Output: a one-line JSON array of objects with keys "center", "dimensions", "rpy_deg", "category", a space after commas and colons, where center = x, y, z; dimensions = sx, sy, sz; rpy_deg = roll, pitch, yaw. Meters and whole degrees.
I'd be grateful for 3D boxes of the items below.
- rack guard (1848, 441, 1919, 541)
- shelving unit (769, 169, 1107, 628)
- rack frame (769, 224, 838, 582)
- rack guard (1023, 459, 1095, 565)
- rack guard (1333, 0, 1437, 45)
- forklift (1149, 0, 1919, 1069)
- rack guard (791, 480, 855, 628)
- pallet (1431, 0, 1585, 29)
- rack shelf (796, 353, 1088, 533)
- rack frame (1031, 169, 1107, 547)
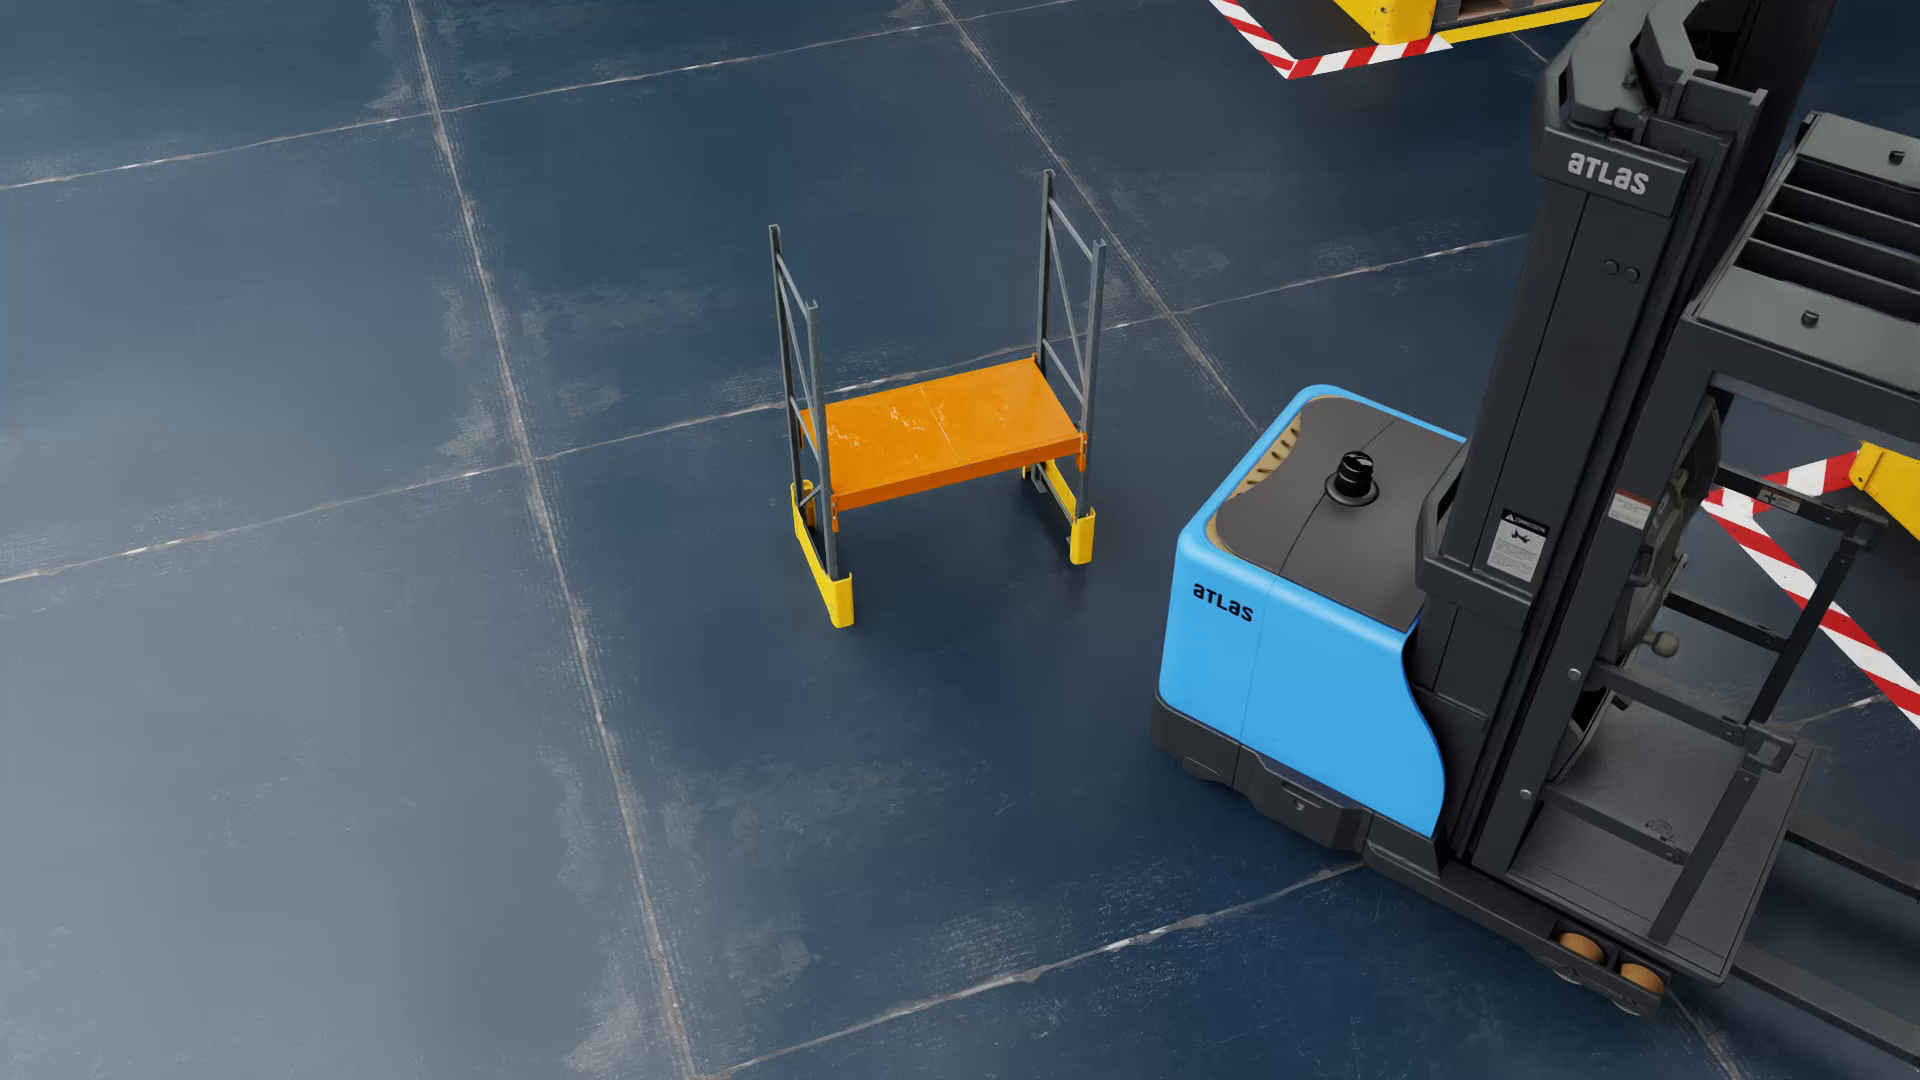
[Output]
[{"center": [4.090, -0.116, 6.513], "dimensions": [0.348, 0.500, 1.175], "rpy_deg": [-14, 47, -14], "category": "rack guard"}, {"center": [-0.072, -0.511, 6.201], "dimensions": [1.083, 1.500, 0.587], "rpy_deg": [-14, 47, -14], "category": "shelving unit"}, {"center": [-0.558, -0.387, 6.077], "dimensions": [0.032, 1.500, 0.500], "rpy_deg": [-14, 47, -14], "category": "rack frame"}, {"center": [0.397, -0.190, 6.763], "dimensions": [0.087, 0.250, 0.587], "rpy_deg": [-14, 47, -14], "category": "rack guard"}, {"center": [2.392, -3.447, 9.833], "dimensions": [0.348, 0.500, 1.175], "rpy_deg": [-14, 47, -14], "category": "rack guard"}, {"center": [2.179, 0.030, 4.651], "dimensions": [3.031, 2.935, 1.130], "rpy_deg": [26, 51, 24], "category": "forklift"}, {"center": [-0.540, 0.050, 6.524], "dimensions": [0.087, 0.250, 0.587], "rpy_deg": [-14, 47, -14], "category": "rack guard"}, {"center": [3.158, -3.537, 10.126], "dimensions": [1.213, 0.211, 1.003], "rpy_deg": [-14, 47, -14], "category": "pallet"}, {"center": [-0.080, -0.382, 6.326], "dimensions": [1.000, 0.185, 0.538], "rpy_deg": [-14, 47, -14], "category": "rack shelf"}, {"center": [0.398, -0.631, 6.320], "dimensions": [0.032, 1.500, 0.500], "rpy_deg": [-14, 47, -14], "category": "rack frame"}]
